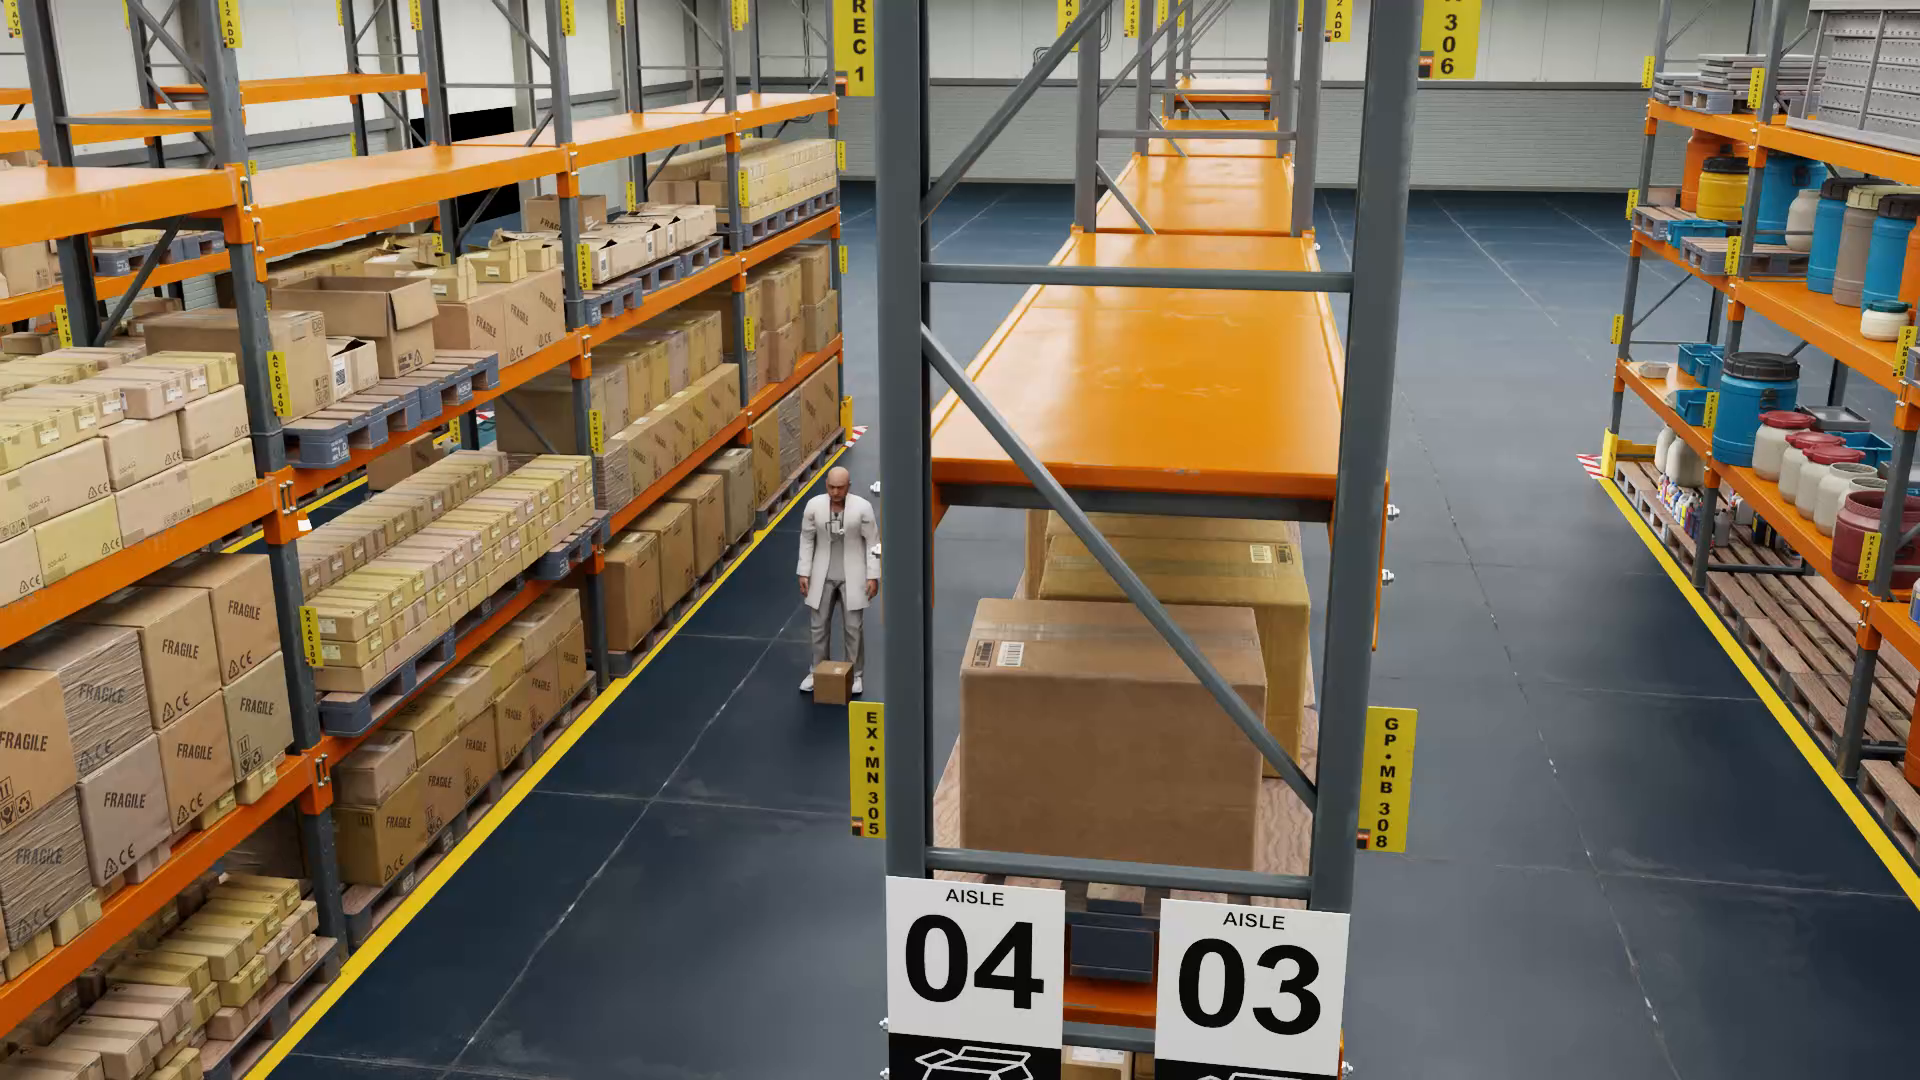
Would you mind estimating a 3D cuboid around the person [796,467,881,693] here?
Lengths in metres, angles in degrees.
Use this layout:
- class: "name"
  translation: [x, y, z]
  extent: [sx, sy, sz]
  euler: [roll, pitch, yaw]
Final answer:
- class: "person"
  translation: [-0.921, 0.288, 12.682]
  extent: [0.656, 1.774, 0.417]
  euler: [2, 18, 7]
